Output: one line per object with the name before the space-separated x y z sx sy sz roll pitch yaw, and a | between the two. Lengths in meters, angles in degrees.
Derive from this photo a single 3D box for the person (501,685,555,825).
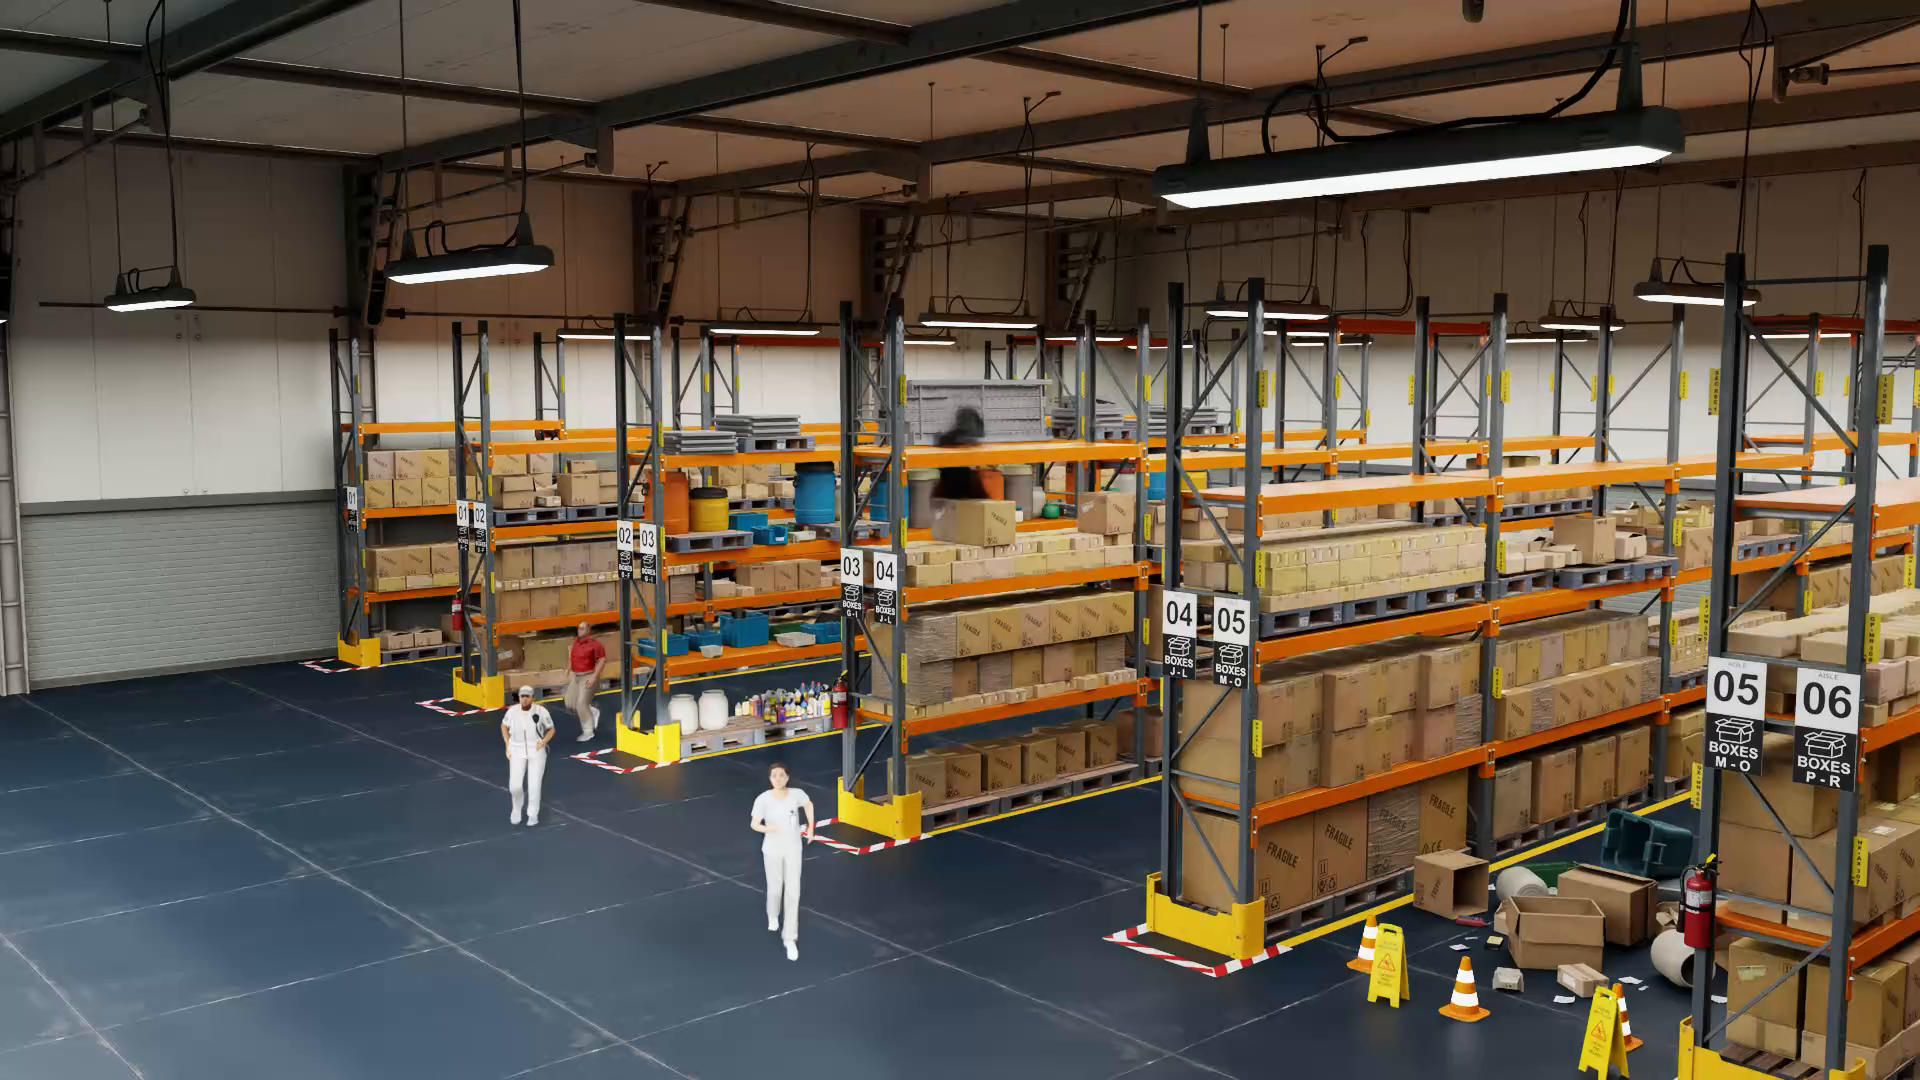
person | -4.942 2.470 19.022 0.612 1.632 0.569 -1 6 -11

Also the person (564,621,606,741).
person | -5.339 1.998 23.702 0.695 1.697 0.549 5 7 40

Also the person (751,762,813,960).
person | -1.605 2.842 15.066 0.572 1.668 0.965 -1 6 -7
